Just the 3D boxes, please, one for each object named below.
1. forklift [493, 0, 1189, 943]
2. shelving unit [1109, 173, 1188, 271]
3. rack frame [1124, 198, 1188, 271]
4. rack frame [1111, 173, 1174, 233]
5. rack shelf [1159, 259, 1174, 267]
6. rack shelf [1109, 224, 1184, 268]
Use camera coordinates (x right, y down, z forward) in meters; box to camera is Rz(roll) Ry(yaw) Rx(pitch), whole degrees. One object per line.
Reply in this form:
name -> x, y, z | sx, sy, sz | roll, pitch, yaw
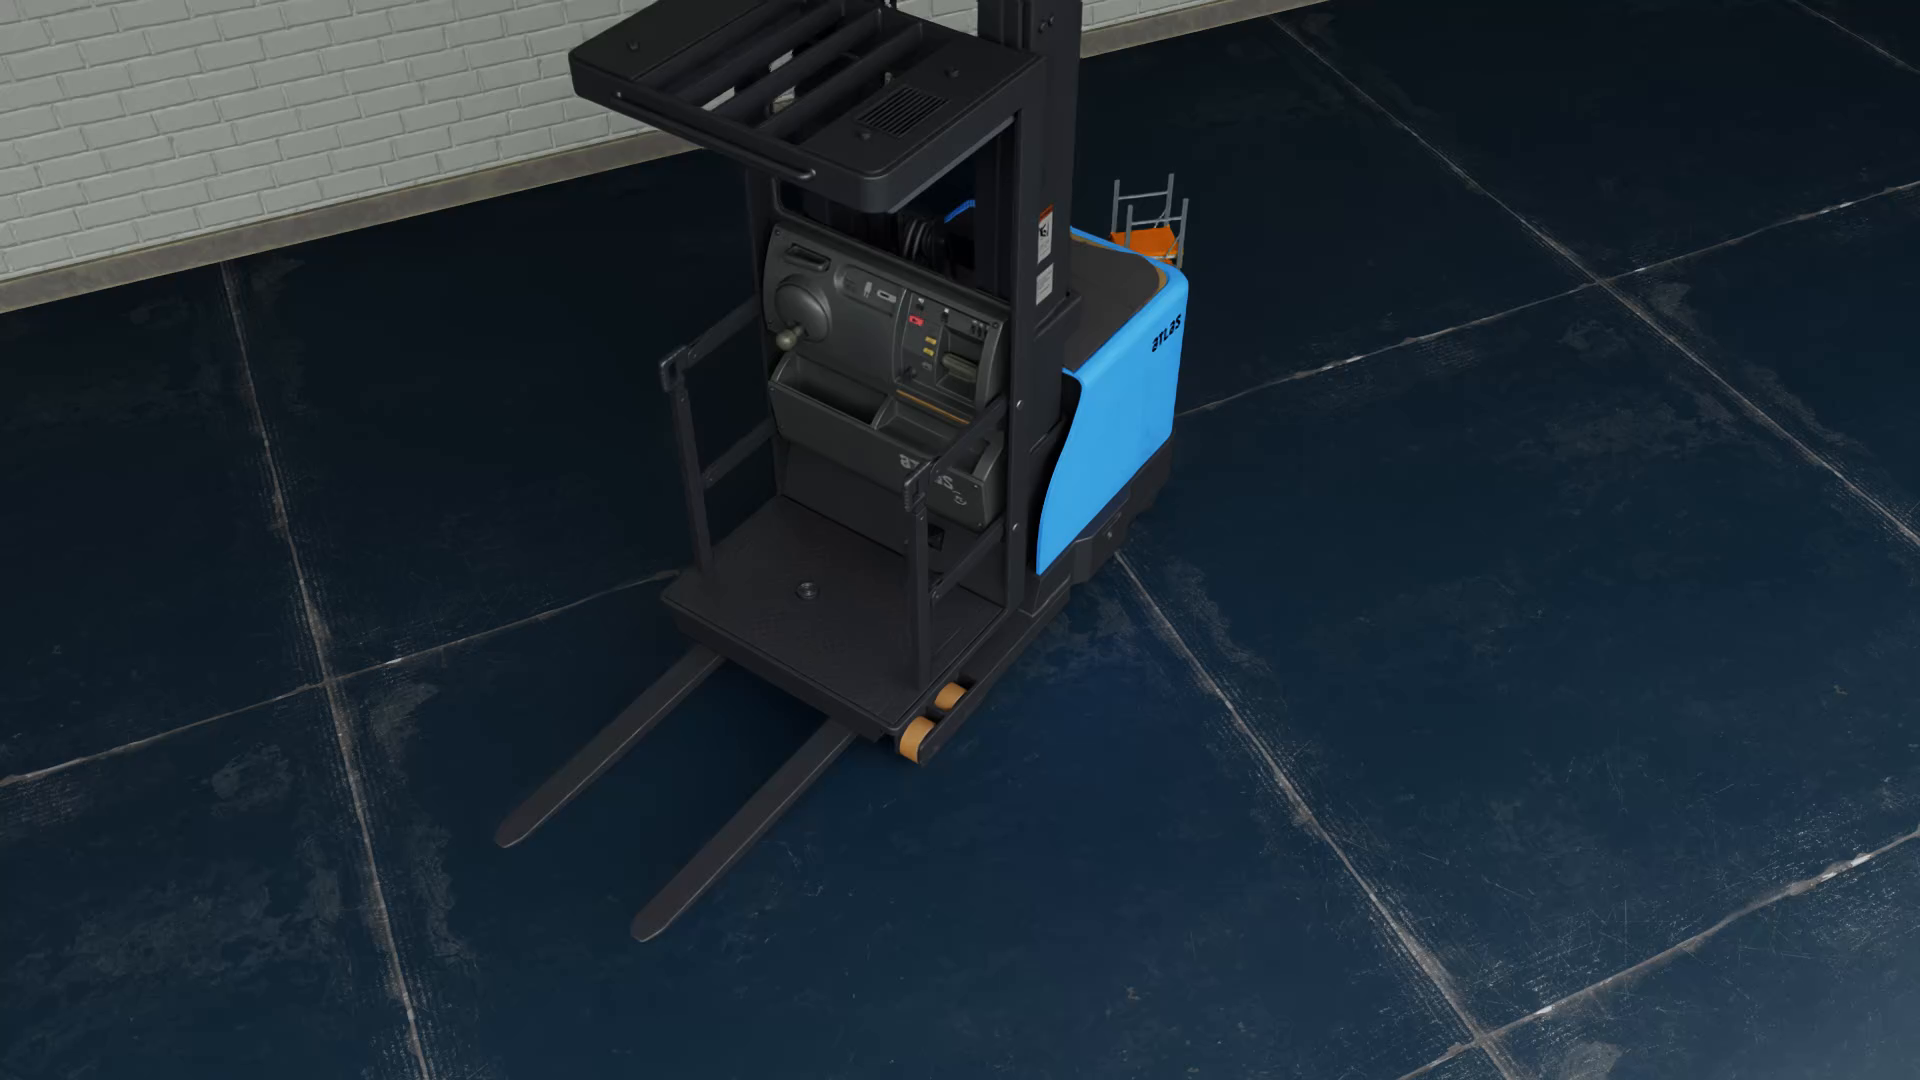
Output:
forklift -> -0.384, -0.637, 5.309 | 1.130, 2.935, 3.031 | 26, 50, 24
shelving unit -> 0.738, -0.920, 6.827 | 0.258, 1.200, 0.189 | -8, 45, -9
rack frame -> 0.757, -0.858, 6.762 | 0.240, 1.200, 0.006 | -8, 45, -9
rack frame -> 0.719, -0.983, 6.891 | 0.240, 1.200, 0.006 | -8, 45, -9
rack shelf -> 0.738, -1.061, 6.691 | 0.258, 0.103, 0.180 | -8, 45, -9
rack shelf -> 0.737, -1.147, 6.607 | 0.258, 0.103, 0.180 | -8, 45, -9
